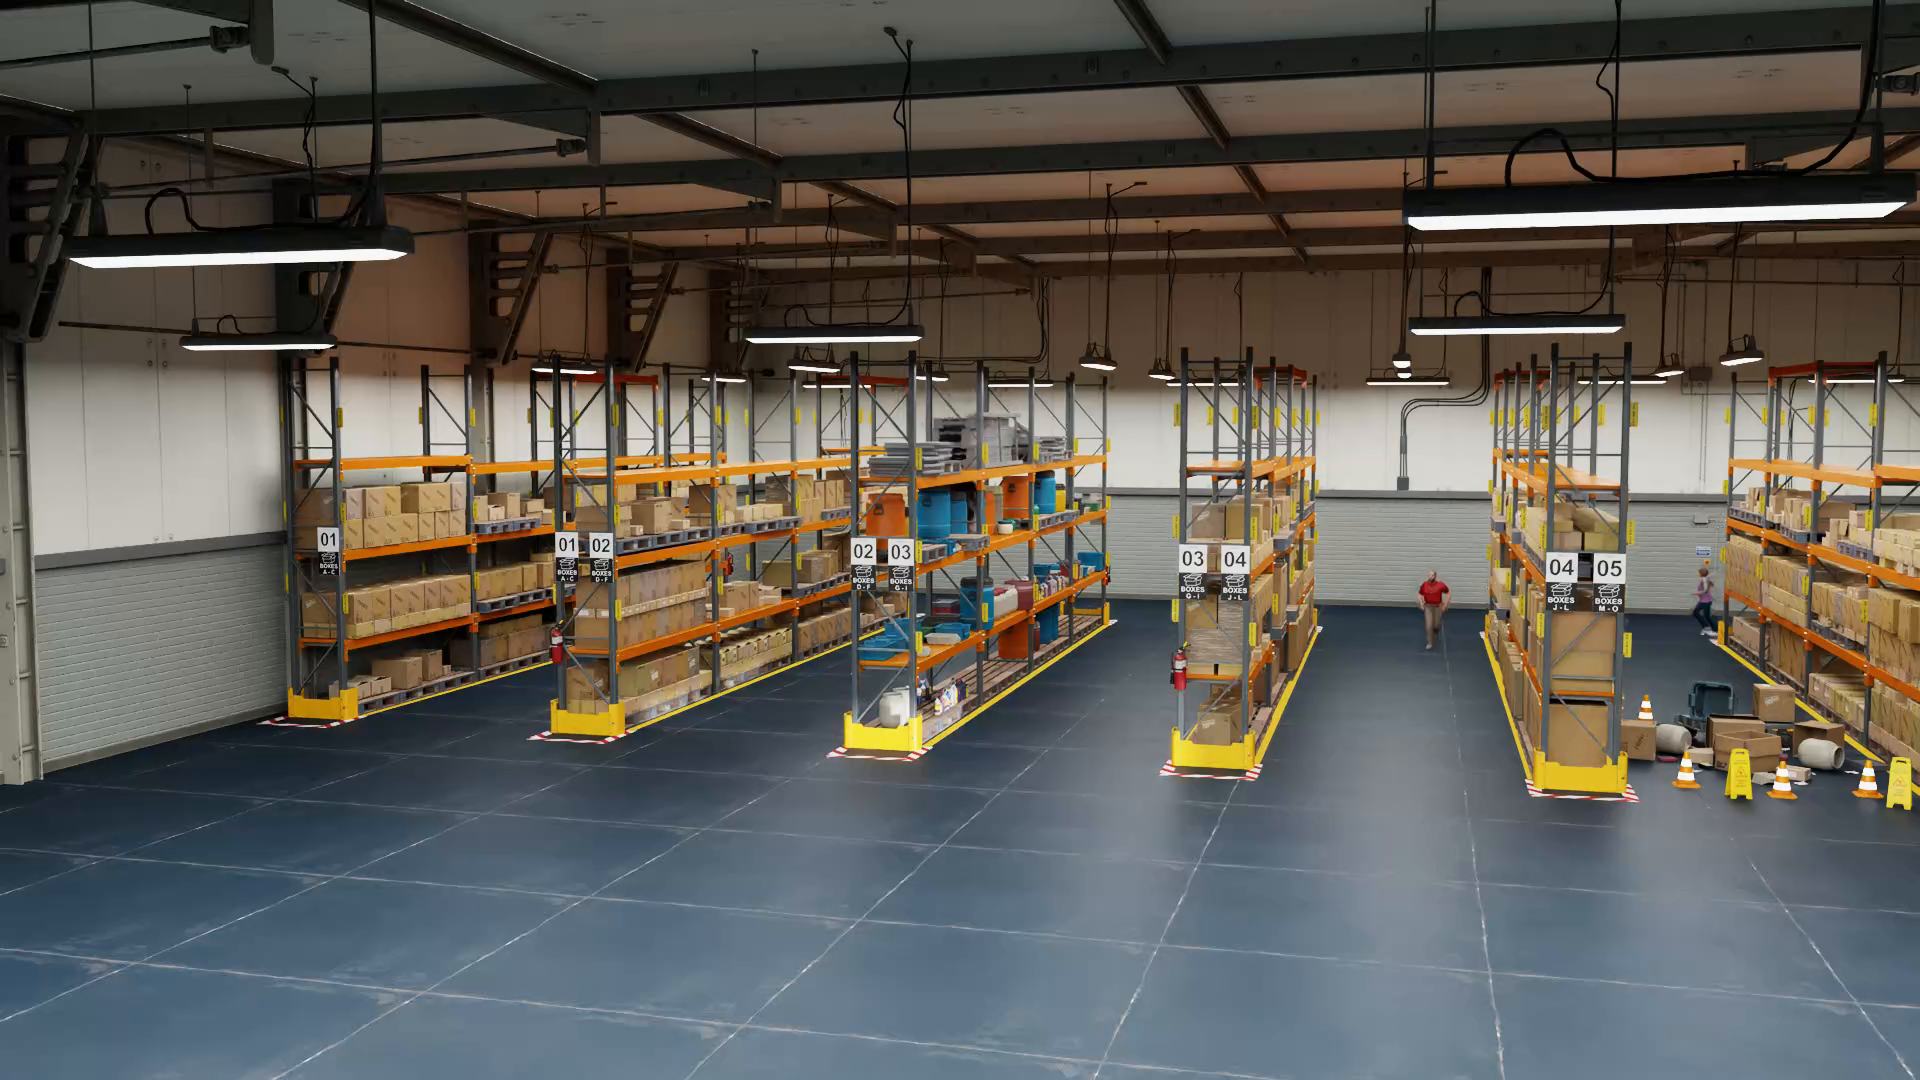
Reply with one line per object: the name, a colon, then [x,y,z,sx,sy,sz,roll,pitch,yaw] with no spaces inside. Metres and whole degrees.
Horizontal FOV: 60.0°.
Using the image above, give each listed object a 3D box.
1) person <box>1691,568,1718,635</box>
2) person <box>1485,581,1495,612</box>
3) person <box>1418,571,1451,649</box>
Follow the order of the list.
person: [17.062,1.416,38.053,0.634,1.582,0.549,1,4,18]
person: [12.627,1.325,38.944,0.630,1.653,0.587,0,4,-2]
person: [10.299,1.512,36.165,0.685,1.702,0.667,2,5,25]
